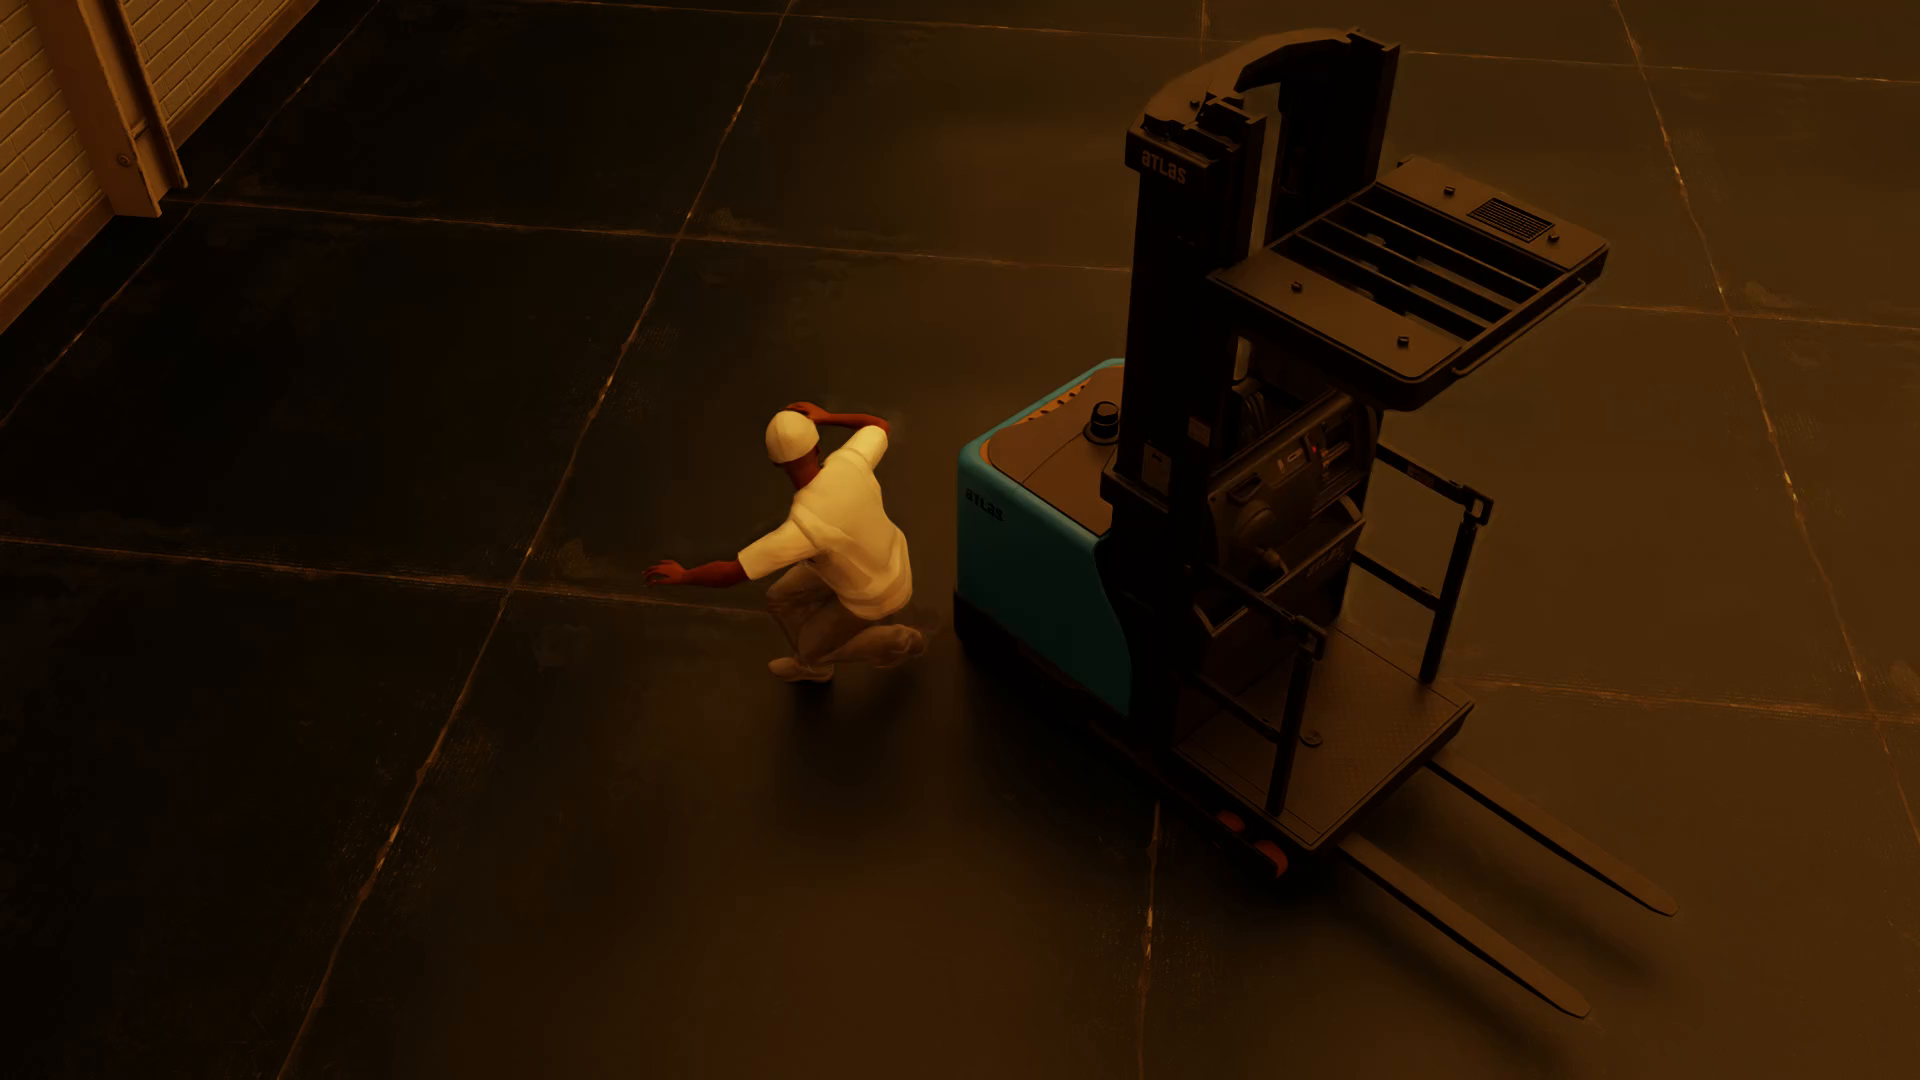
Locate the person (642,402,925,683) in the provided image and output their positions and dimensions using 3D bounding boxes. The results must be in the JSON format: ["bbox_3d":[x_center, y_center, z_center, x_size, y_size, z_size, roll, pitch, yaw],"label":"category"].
[{"bbox_3d":[-0.703,0.038,6.763,1.103,1.483,0.842,-1,43,-1],"label":"person"}]

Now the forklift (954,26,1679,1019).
[{"bbox_3d":[1.353,-0.154,5.892,1.130,2.935,3.031,-33,52,-31],"label":"forklift"}]
